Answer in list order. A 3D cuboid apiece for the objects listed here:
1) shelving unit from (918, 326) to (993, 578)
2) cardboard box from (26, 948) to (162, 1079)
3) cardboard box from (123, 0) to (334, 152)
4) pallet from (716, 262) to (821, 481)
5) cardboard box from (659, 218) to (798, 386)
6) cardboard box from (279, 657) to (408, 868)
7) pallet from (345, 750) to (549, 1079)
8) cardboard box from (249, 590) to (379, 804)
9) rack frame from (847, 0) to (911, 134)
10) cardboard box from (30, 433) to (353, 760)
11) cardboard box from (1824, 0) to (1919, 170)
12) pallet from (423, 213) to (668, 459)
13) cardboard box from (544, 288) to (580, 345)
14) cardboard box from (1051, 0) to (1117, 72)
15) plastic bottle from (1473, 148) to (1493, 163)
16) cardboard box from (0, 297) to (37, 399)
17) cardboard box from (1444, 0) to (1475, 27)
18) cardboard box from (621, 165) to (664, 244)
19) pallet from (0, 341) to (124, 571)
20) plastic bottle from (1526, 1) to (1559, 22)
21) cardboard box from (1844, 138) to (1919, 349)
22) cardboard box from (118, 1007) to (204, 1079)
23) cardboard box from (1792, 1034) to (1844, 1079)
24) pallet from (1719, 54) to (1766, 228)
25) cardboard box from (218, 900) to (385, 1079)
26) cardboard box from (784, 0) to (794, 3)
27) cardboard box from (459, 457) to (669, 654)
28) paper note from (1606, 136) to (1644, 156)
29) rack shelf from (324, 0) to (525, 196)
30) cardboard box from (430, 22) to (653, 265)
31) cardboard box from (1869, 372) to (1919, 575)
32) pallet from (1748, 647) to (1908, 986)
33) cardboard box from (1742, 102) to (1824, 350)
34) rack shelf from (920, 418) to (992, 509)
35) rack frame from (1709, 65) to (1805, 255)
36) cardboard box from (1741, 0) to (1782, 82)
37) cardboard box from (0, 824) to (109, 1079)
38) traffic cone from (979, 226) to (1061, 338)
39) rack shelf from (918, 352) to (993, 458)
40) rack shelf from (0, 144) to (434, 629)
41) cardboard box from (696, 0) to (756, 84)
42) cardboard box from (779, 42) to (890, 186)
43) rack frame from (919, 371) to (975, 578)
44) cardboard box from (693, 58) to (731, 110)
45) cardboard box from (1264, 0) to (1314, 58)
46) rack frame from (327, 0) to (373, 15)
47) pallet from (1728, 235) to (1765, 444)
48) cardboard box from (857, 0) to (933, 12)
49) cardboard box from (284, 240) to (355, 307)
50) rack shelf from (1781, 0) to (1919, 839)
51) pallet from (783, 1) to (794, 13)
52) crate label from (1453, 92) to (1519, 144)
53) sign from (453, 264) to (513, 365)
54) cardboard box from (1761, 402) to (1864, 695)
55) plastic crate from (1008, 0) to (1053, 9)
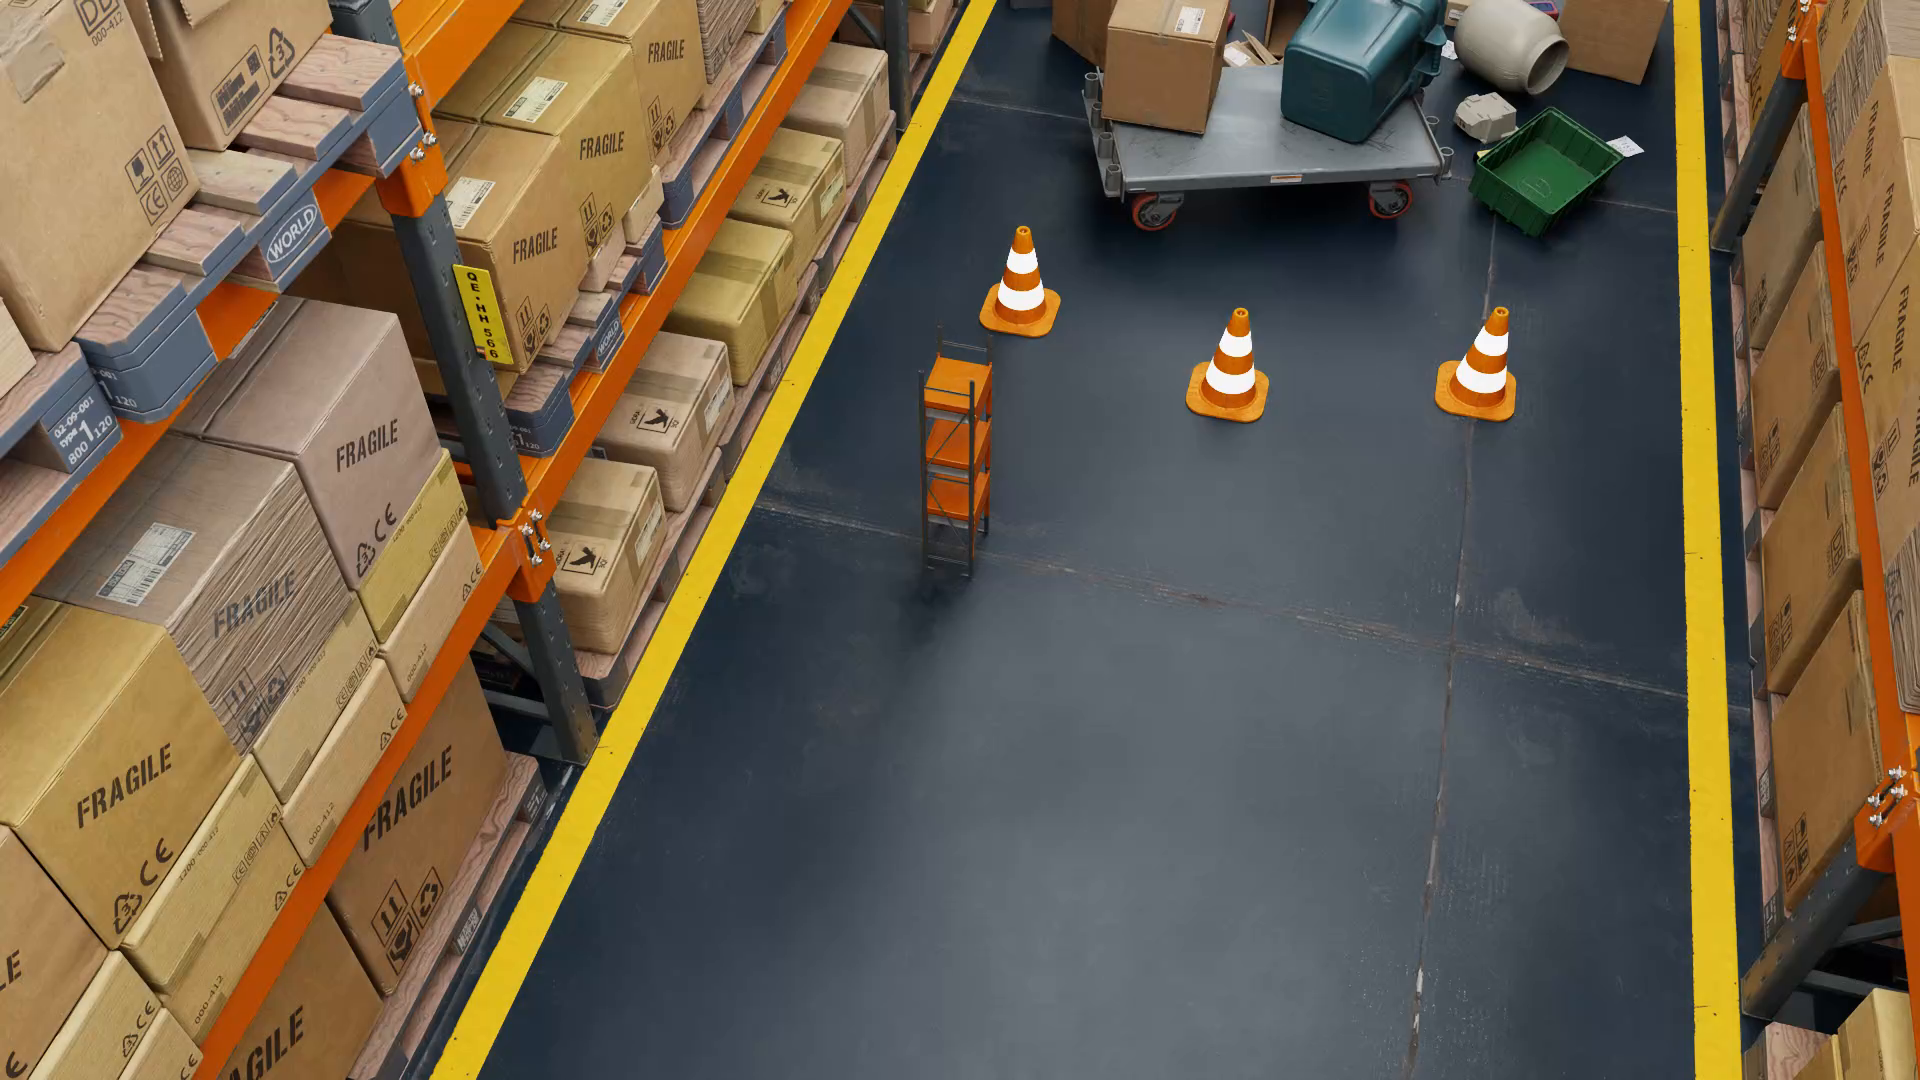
[{"bbox_3d":[-0.014,-0.309,6.241,0.215,1.050,0.252,12,50,10],"label":"shelving unit"},{"bbox_3d":[-2.068,1.086,3.476,0.500,0.250,0.500,10,49,9],"label":"cardboard box"},{"bbox_3d":[-1.756,-1.183,3.363,0.797,0.503,0.637,9,49,8],"label":"cardboard box"},{"bbox_3d":[-1.272,-0.842,7.271,1.003,0.211,1.213,12,50,10],"label":"pallet"},{"bbox_3d":[-1.253,-1.079,7.093,0.950,0.372,0.625,13,50,11],"label":"cardboard box"},{"bbox_3d":[-1.805,0.519,4.310,0.500,0.250,0.500,12,50,11],"label":"cardboard box"},{"bbox_3d":[-2.083,1.158,5.506,1.003,0.211,1.213,12,50,10],"label":"pallet"},{"bbox_3d":[-1.816,0.336,4.138,0.500,0.250,0.500,10,49,9],"label":"cardboard box"},{"bbox_3d":[-0.750,-3.213,7.504,1.000,3.000,0.127,12,50,10],"label":"rack frame"},{"bbox_3d":[-1.813,0.114,3.834,0.500,0.500,0.500,12,50,11],"label":"cardboard box"},{"bbox_3d":[3.522,-1.650,6.058,0.500,0.500,0.500,12,50,10],"label":"cardboard box"},{"bbox_3d":[-1.718,-0.793,5.496,1.213,0.211,1.003,12,50,10],"label":"pallet"},{"bbox_3d":[-1.431,-0.772,5.237,0.380,0.149,0.250,9,49,8],"label":"cardboard box"},{"bbox_3d":[0.845,-2.893,8.887,0.500,0.500,0.500,-27,54,-22],"label":"cardboard box"},{"bbox_3d":[2.669,-1.835,8.247,0.133,0.061,0.283,-11,50,-10],"label":"plastic bottle"},{"bbox_3d":[-1.827,-0.342,2.779,0.396,0.266,0.258,10,49,9],"label":"cardboard box"},{"bbox_3d":[2.728,-3.011,9.150,0.396,0.266,0.258,19,51,16],"label":"cardboard box"},{"bbox_3d":[-1.222,-1.156,5.576,0.380,0.149,0.250,12,50,10],"label":"cardboard box"},{"bbox_3d":[-2.212,0.036,2.762,1.003,0.211,1.213,14,50,12],"label":"pallet"},{"bbox_3d":[3.153,-2.920,9.205,0.283,0.061,0.133,-4,49,-3],"label":"plastic bottle"},{"bbox_3d":[3.254,-0.922,5.415,0.500,0.500,0.500,12,50,11],"label":"cardboard box"},{"bbox_3d":[-2.059,1.255,3.661,0.500,0.250,0.500,11,49,9],"label":"cardboard box"},{"bbox_3d":[2.567,1.733,4.526,0.500,0.500,0.500,10,49,8],"label":"cardboard box"},{"bbox_3d":[4.328,-1.921,8.224,1.003,0.211,1.213,12,50,10],"label":"pallet"},{"bbox_3d":[-2.303,1.372,4.595,0.875,0.875,0.875,12,50,10],"label":"cardboard box"},{"bbox_3d":[-0.802,-2.277,6.565,0.380,0.149,0.250,12,50,10],"label":"cardboard box"},{"bbox_3d":[-1.644,0.004,6.137,0.950,0.372,0.625,9,49,7],"label":"cardboard box"},{"bbox_3d":[3.356,-1.992,8.406,0.147,0.020,0.142,-19,51,-16],"label":"paper note"},{"bbox_3d":[-1.276,-2.521,5.372,1.077,0.370,4.000,12,50,10],"label":"rack shelf"},{"bbox_3d":[-1.331,-1.249,5.225,0.500,0.500,0.500,14,50,12],"label":"cardboard box"},{"bbox_3d":[2.992,-0.188,4.768,0.500,0.500,0.500,12,50,10],"label":"cardboard box"},{"bbox_3d":[3.280,0.951,5.689,1.003,0.211,1.213,12,50,10],"label":"pallet"},{"bbox_3d":[3.976,-1.237,6.981,1.050,0.750,0.750,11,50,10],"label":"cardboard box"},{"bbox_3d":[-0.014,-0.302,6.249,0.215,0.259,0.240,12,50,10],"label":"rack shelf"},{"bbox_3d":[4.052,-2.309,6.706,1.000,3.000,0.127,12,50,10],"label":"rack frame"},{"bbox_3d":[4.519,-2.839,8.311,0.875,0.875,0.875,12,50,10],"label":"cardboard box"},{"bbox_3d":[-2.091,0.837,3.196,0.500,0.500,0.500,11,49,9],"label":"cardboard box"},{"bbox_3d":[0.274,-1.201,7.420,0.336,0.463,0.334,12,50,10],"label":"traffic cone"},{"bbox_3d":[-0.014,-0.489,6.036,0.215,0.259,0.240,12,50,10],"label":"rack shelf"},{"bbox_3d":[-2.329,0.372,2.819,1.077,0.370,4.000,12,50,10],"label":"rack shelf"},{"bbox_3d":[-1.058,-1.994,5.883,0.500,0.500,0.500,10,49,9],"label":"cardboard box"},{"bbox_3d":[-0.885,-2.103,7.997,0.950,0.372,0.625,12,50,11],"label":"cardboard box"},{"bbox_3d":[-0.046,-0.220,6.163,0.200,1.050,0.008,12,50,10],"label":"rack frame"},{"bbox_3d":[-1.066,-1.734,6.086,0.380,0.149,0.250,13,50,11],"label":"cardboard box"},{"bbox_3d":[2.045,-2.877,8.782,0.797,0.637,0.503,12,50,10],"label":"cardboard box"},{"bbox_3d":[-1.803,-2.305,2.701,1.000,3.000,0.127,12,50,10],"label":"rack frame"},{"bbox_3d":[3.922,-0.814,7.246,1.003,0.211,1.213,12,50,10],"label":"pallet"},{"bbox_3d":[-0.334,-3.064,8.426,0.500,0.500,0.500,14,50,12],"label":"cardboard box"},{"bbox_3d":[-1.951,-0.974,4.983,0.500,0.500,0.500,10,49,9],"label":"cardboard box"},{"bbox_3d":[3.526,-0.625,5.699,1.077,0.370,4.000,12,50,10],"label":"rack shelf"},{"bbox_3d":[-1.091,-2.626,7.113,1.003,0.211,1.213,12,50,10],"label":"pallet"},{"bbox_3d":[2.683,-2.162,8.486,0.298,0.136,0.250,-19,51,-16],"label":"crate label"},{"bbox_3d":[-1.266,-0.596,4.422,0.100,0.325,0.005,12,50,10],"label":"sign"},{"bbox_3d":[3.473,0.134,5.771,1.050,0.750,0.750,12,50,11],"label":"cardboard box"},{"bbox_3d":[0.454,-3.221,9.458,0.402,0.080,0.583,-4,49,-3],"label":"plastic crate"}]
